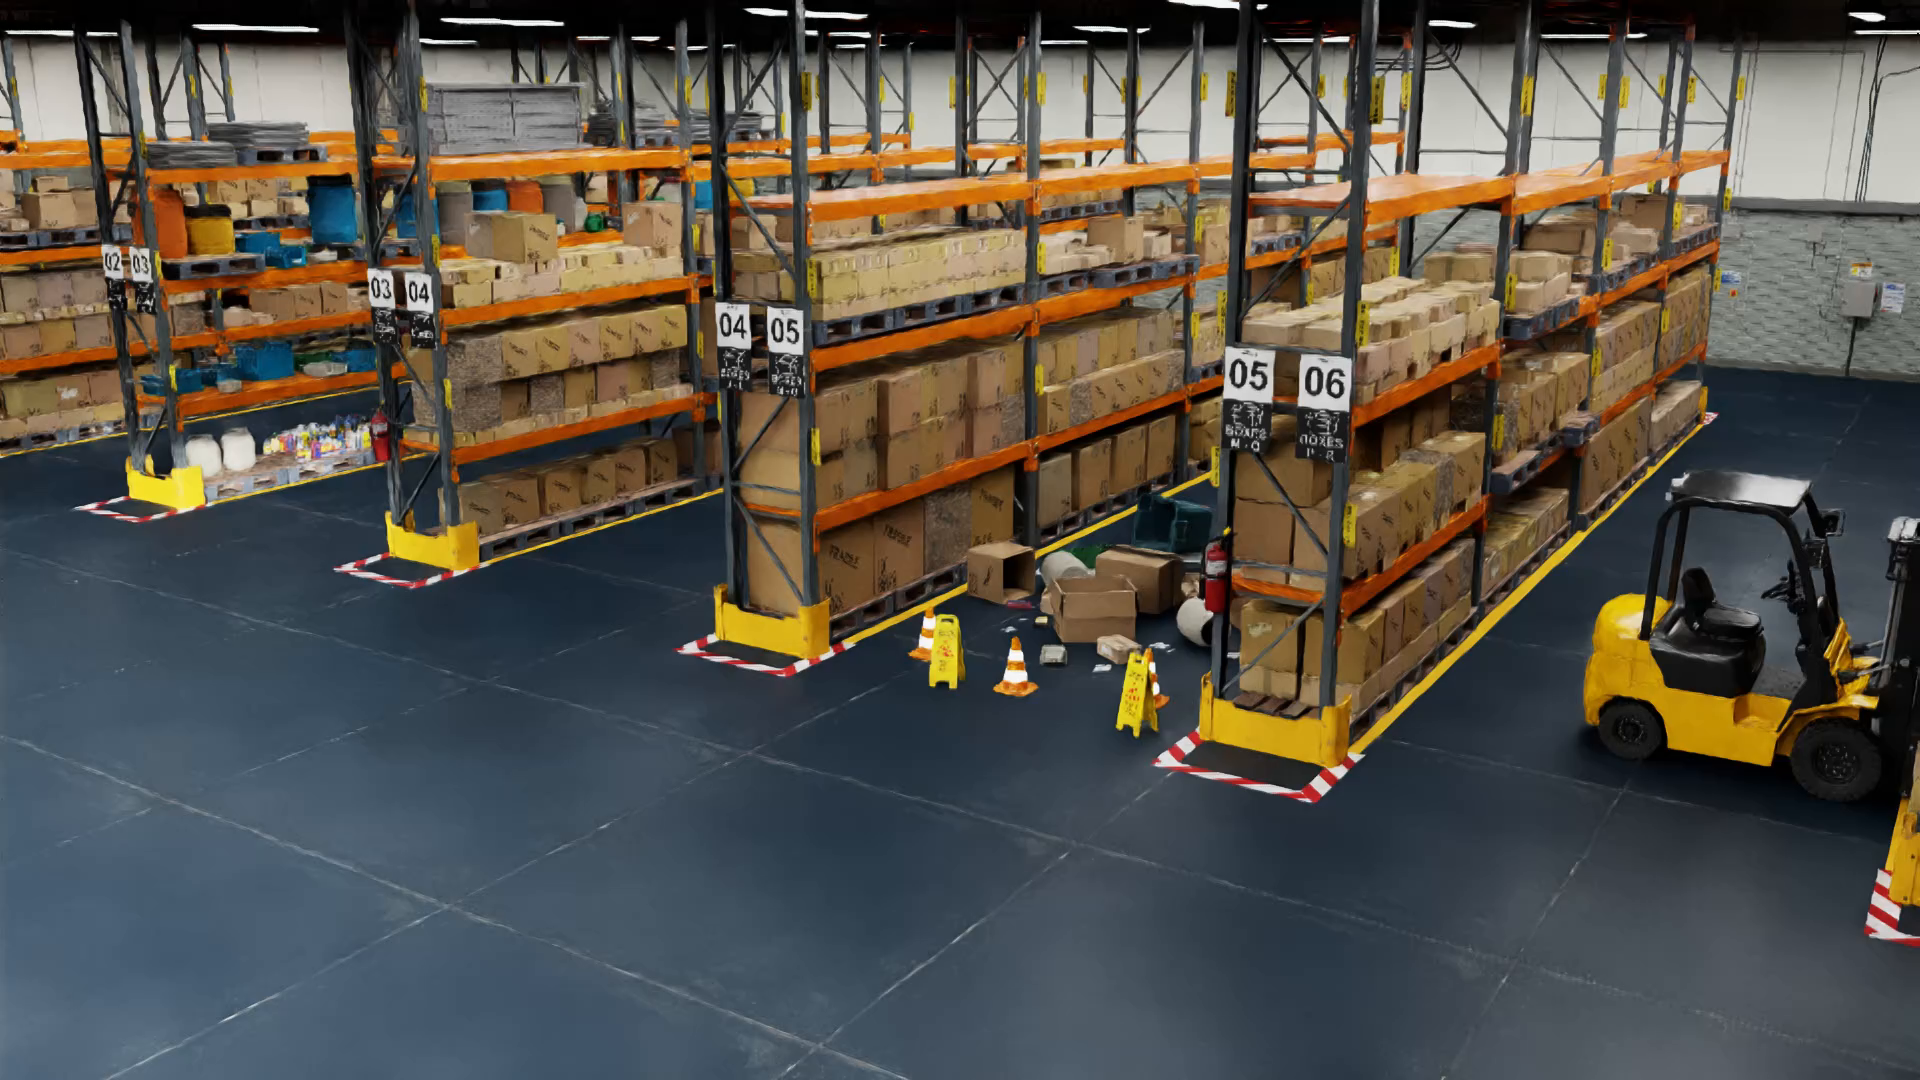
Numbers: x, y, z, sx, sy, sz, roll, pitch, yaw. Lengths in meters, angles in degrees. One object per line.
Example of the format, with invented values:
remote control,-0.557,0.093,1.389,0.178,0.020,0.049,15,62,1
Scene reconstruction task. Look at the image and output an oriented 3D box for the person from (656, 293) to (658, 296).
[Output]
person,-6.929,-5.974,37.332,0.528,1.777,0.656,11,19,34
